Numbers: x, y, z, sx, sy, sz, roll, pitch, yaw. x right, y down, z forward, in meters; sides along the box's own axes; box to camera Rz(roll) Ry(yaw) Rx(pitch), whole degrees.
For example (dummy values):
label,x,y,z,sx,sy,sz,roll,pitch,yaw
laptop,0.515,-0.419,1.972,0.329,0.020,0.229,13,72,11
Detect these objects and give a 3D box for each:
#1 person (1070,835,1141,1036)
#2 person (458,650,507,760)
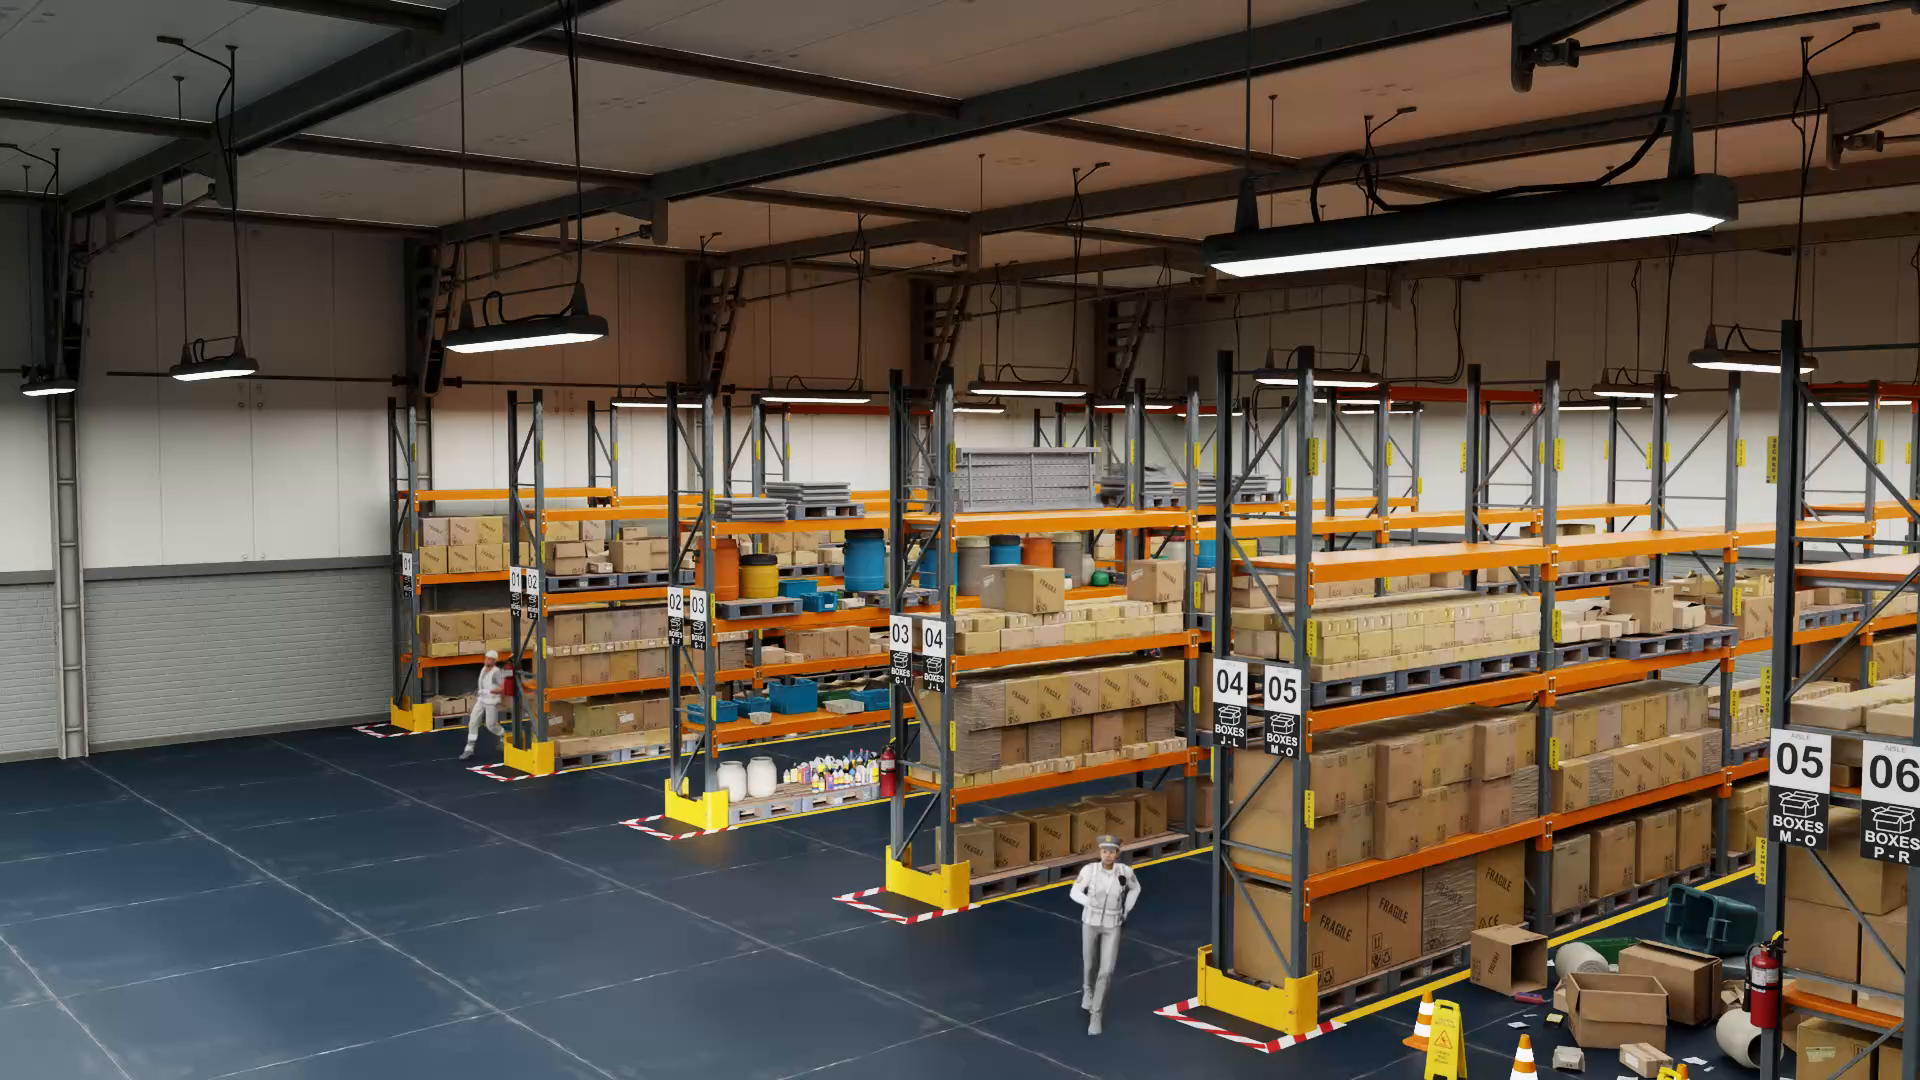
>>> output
label,x,y,z,sx,sy,sz,roll,pitch,yaw
person,1.291,3.457,14.806,0.617,1.745,0.760,1,3,9
person,-7.714,2.681,27.300,0.718,1.775,0.975,2,4,32
